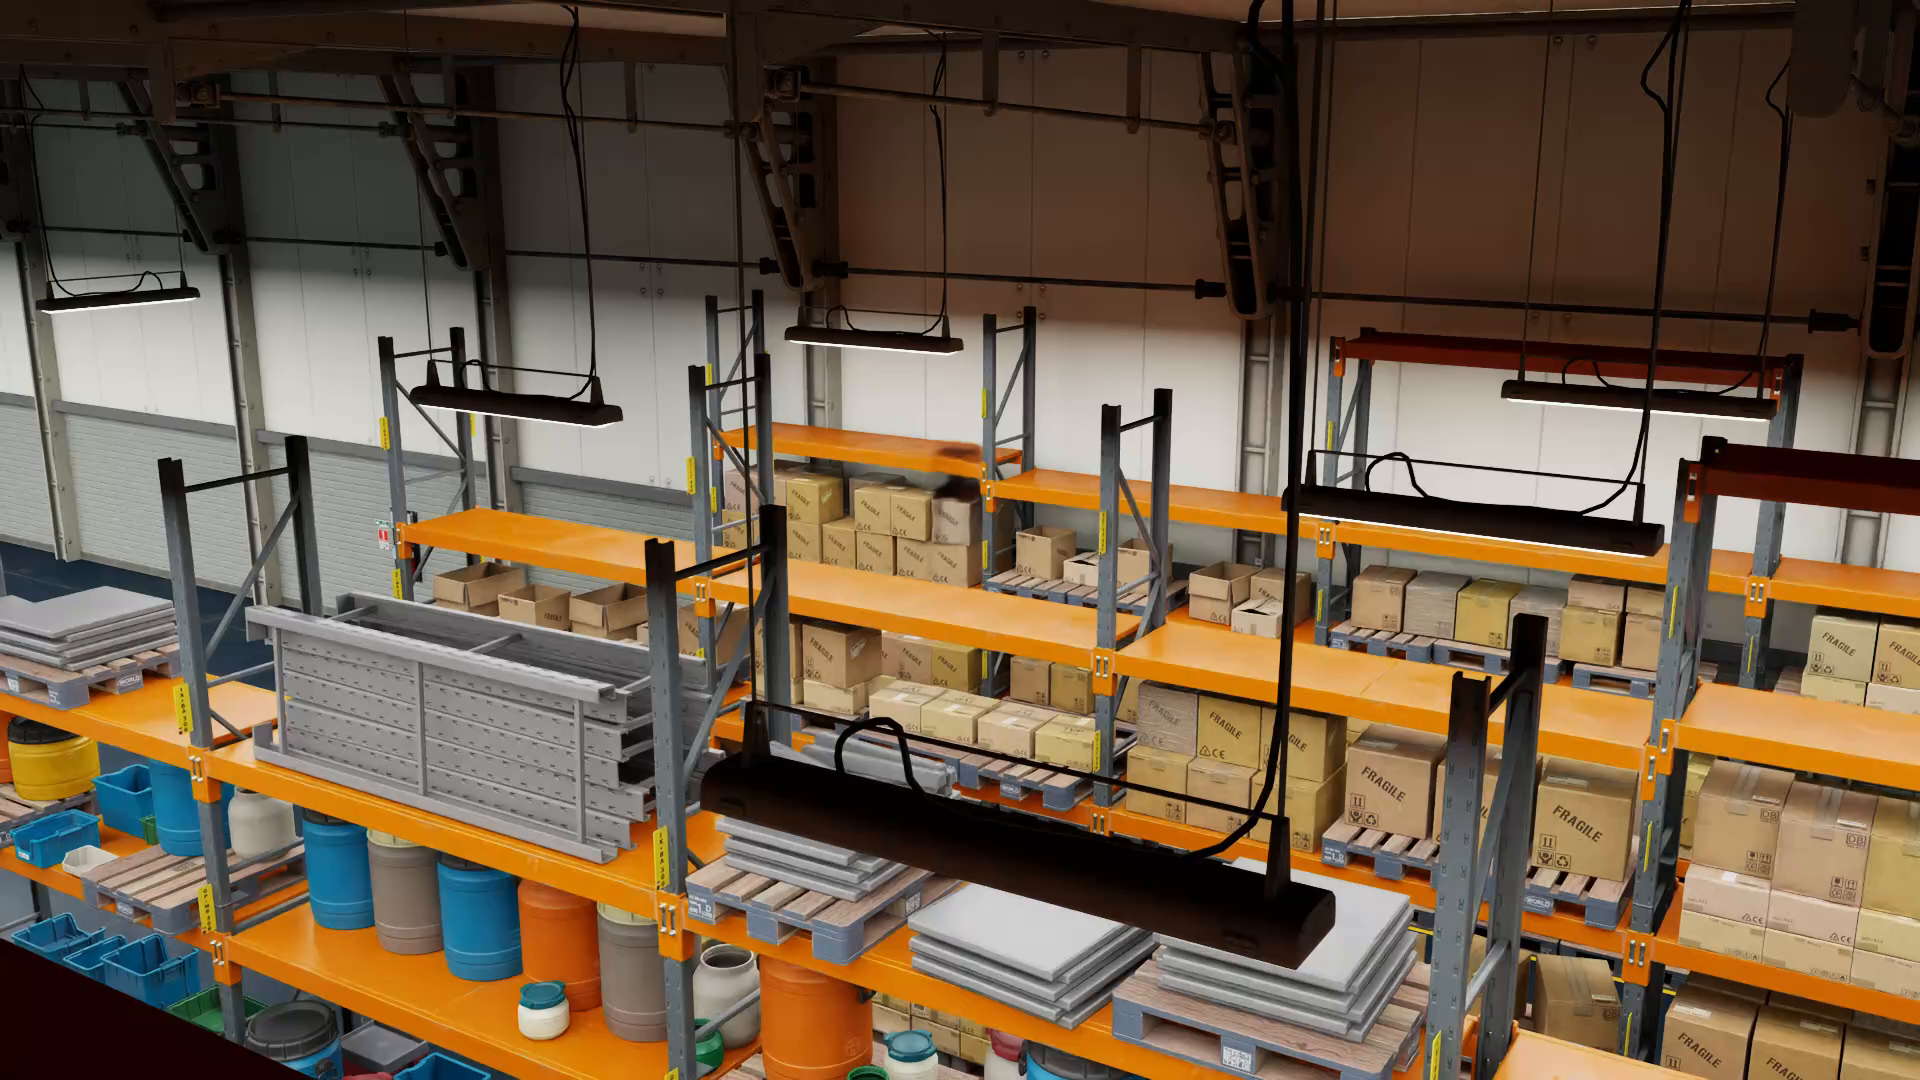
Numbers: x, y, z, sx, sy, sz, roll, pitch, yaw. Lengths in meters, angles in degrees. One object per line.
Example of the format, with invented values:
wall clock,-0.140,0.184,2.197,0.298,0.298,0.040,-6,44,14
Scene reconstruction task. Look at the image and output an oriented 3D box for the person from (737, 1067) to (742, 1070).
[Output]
person,-1.825,4.247,12.510,0.994,1.749,0.523,9,17,33
